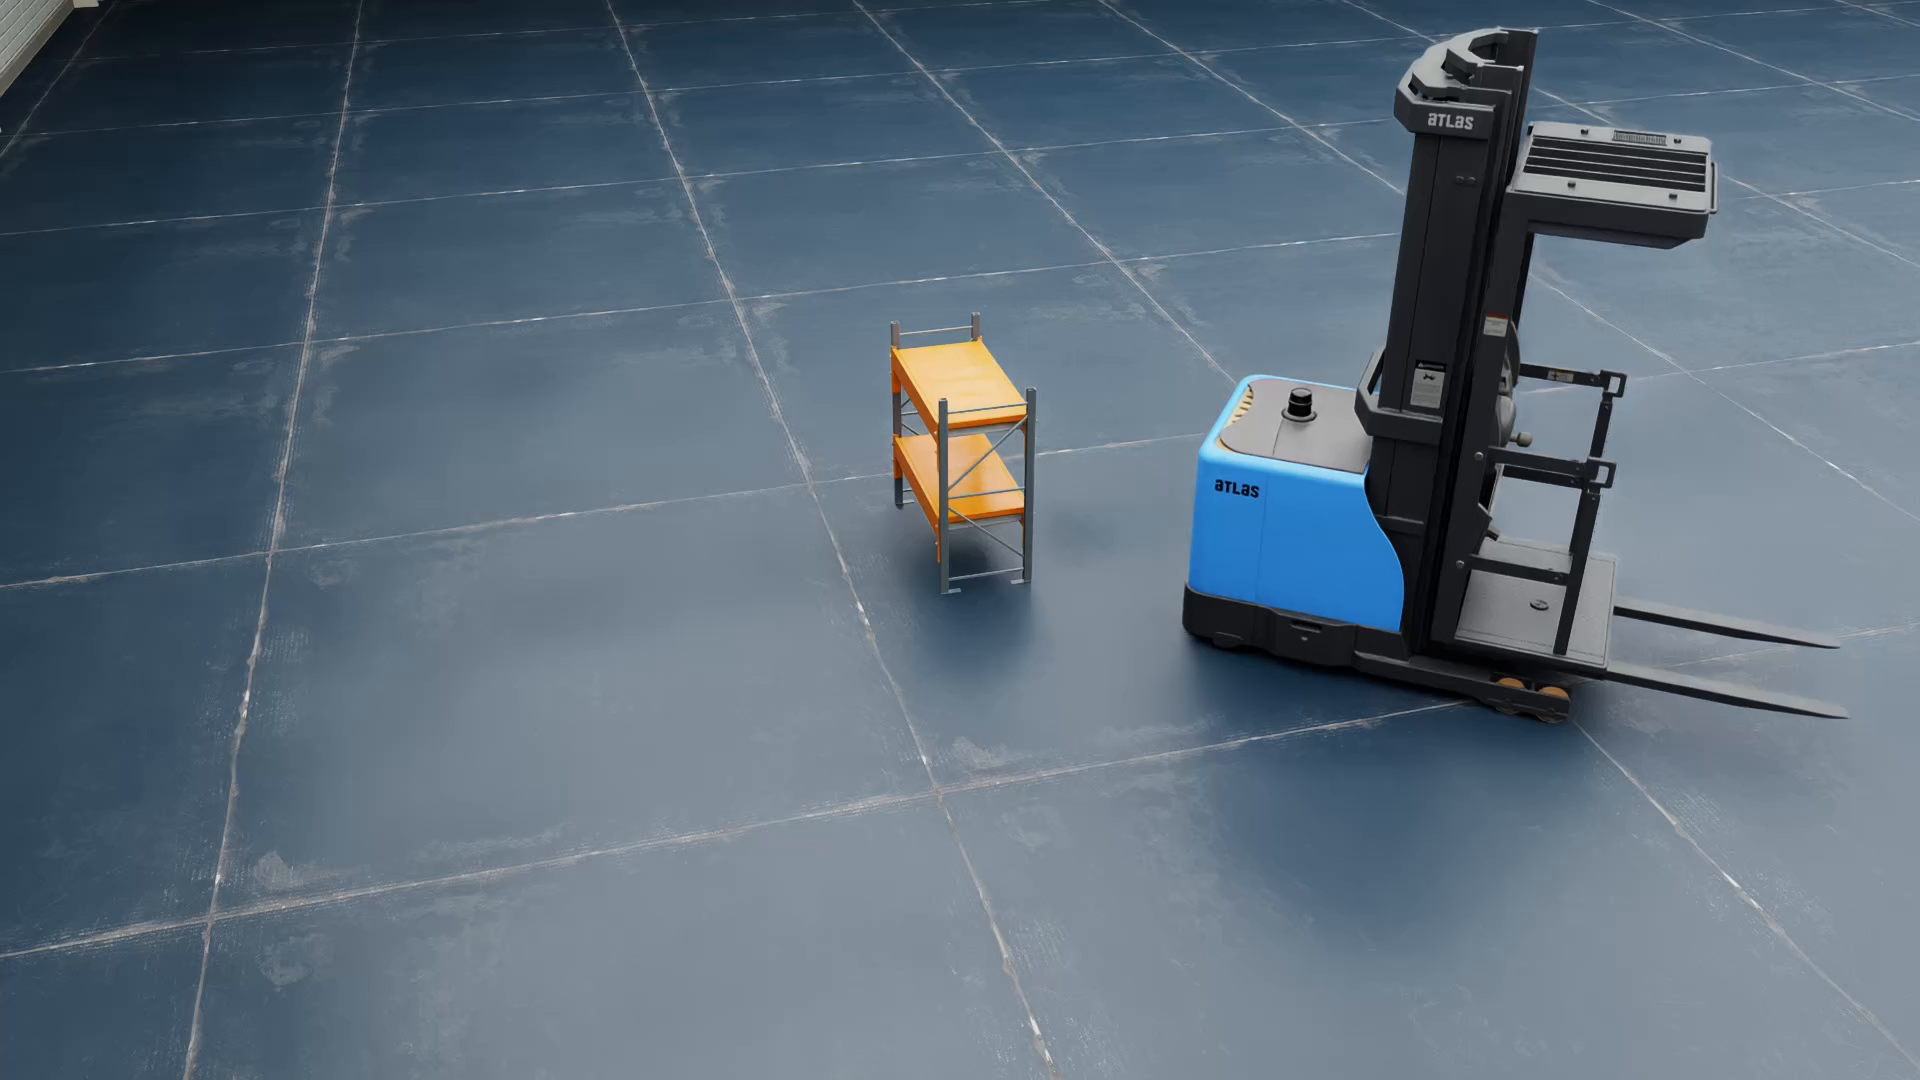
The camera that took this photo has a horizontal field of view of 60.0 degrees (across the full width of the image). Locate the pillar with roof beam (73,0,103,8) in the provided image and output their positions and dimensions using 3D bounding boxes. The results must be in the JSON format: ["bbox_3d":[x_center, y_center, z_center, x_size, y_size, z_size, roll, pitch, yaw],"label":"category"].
[{"bbox_3d":[-6.811,-11.205,19.626,9.100,9.000,0.400,-8,31,-13],"label":"pillar with roof beam"}]

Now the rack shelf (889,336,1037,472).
[{"bbox_3d":[0.002,-0.737,8.816,0.538,0.278,1.000,-8,31,-13],"label":"rack shelf"}]

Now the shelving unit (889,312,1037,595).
[{"bbox_3d":[0.002,-0.484,8.963,0.538,1.125,1.048,-8,31,-13],"label":"shelving unit"}]

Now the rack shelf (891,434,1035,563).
[{"bbox_3d":[0.002,-0.272,9.085,0.538,0.278,1.000,-8,31,-13],"label":"rack shelf"}]

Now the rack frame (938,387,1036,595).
[{"bbox_3d":[0.137,-0.238,8.538,0.500,1.125,0.032,-8,31,-13],"label":"rack frame"}]

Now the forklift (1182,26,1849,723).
[{"bbox_3d":[2.688,-0.716,7.562,3.031,2.935,1.130,11,32,19],"label":"forklift"}]

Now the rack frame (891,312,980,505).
[{"bbox_3d":[-0.133,-0.729,9.387,0.500,1.125,0.032,-8,31,-13],"label":"rack frame"}]
